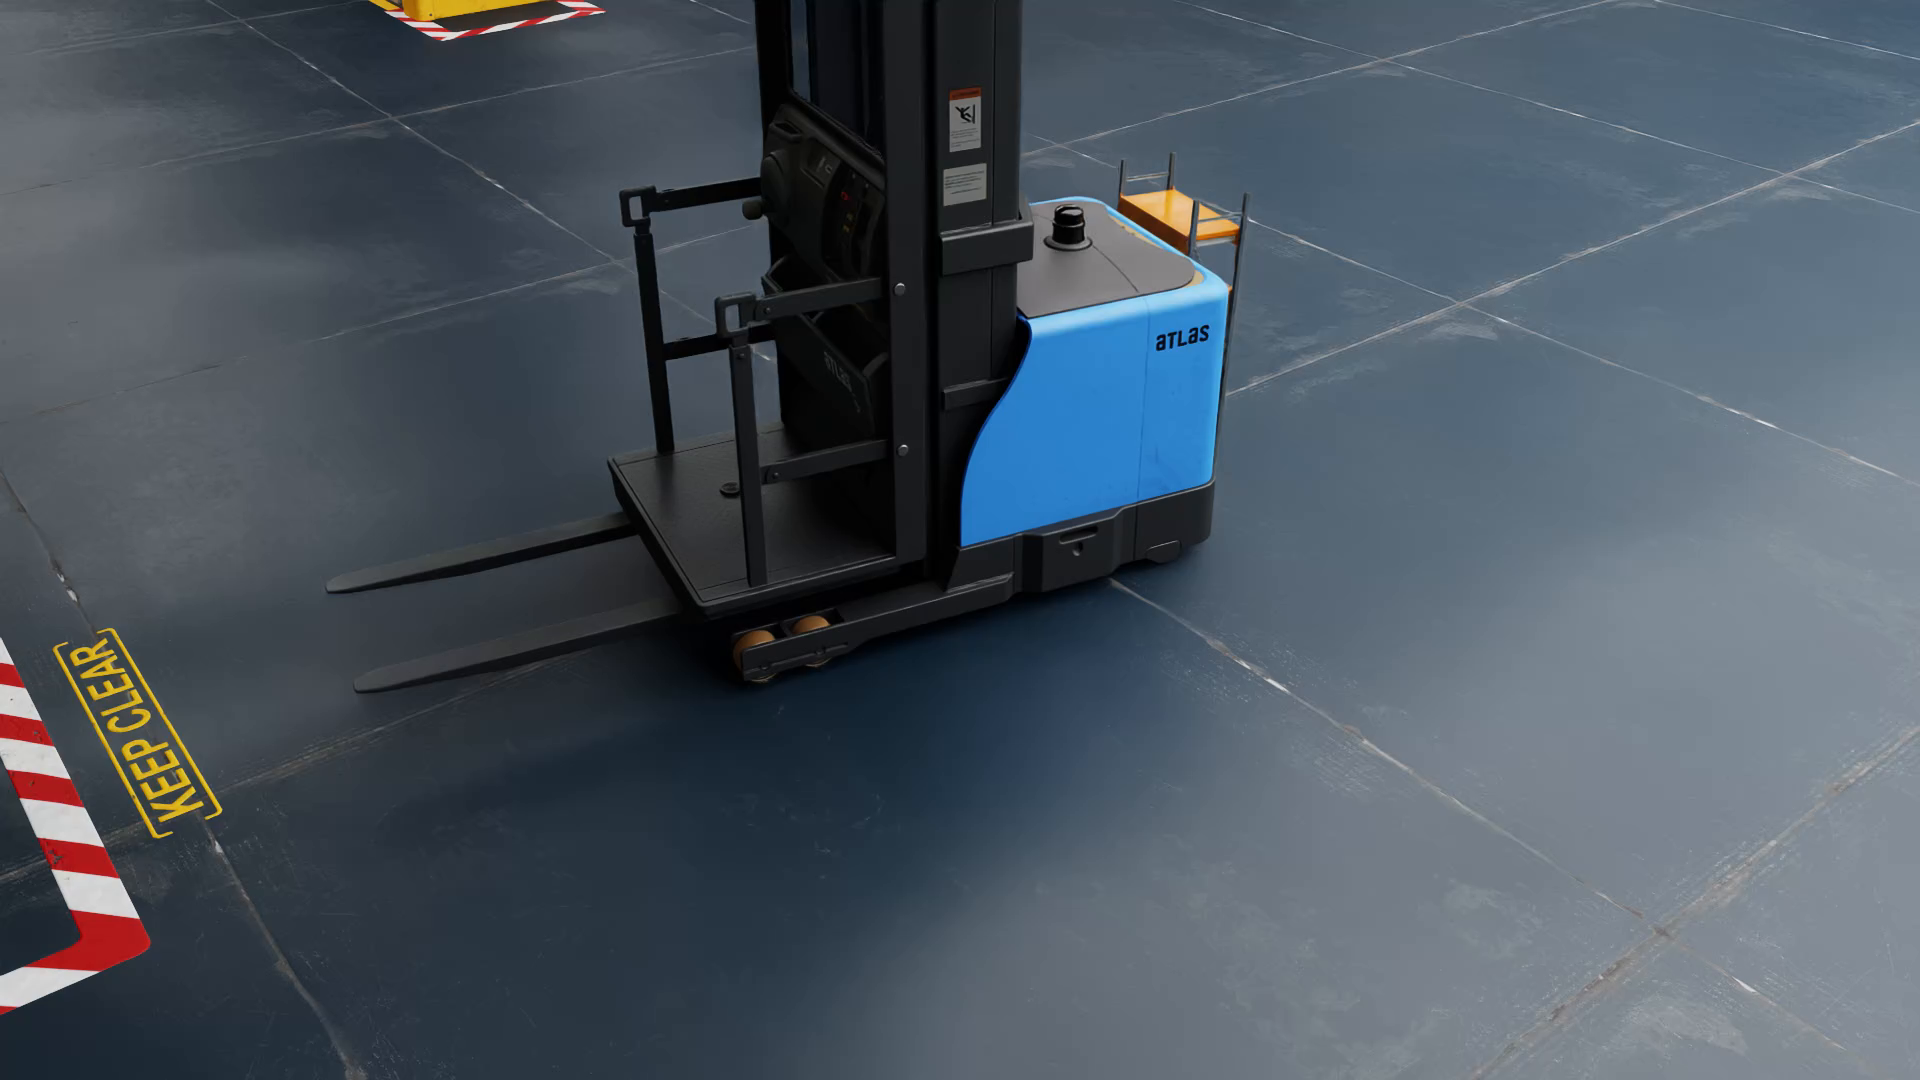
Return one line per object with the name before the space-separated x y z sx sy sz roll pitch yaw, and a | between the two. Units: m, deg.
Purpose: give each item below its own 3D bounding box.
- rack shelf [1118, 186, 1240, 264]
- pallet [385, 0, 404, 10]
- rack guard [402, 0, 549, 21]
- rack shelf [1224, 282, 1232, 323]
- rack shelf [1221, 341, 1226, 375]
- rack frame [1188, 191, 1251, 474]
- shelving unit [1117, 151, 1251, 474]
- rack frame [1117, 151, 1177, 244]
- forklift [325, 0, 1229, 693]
rack shelf | 0.823 -1.169 6.242 0.258 0.148 0.480 -13 34 -24
pallet | -4.235 -4.568 13.405 1.003 0.211 1.213 -22 38 -31
rack guard | -3.719 -4.376 12.821 1.175 0.500 0.348 -22 38 -31
rack shelf | 0.815 -0.966 6.363 0.258 0.148 0.480 -13 34 -24
rack shelf | 0.808 -0.774 6.478 0.258 0.148 0.480 -13 34 -24
rack frame | 0.920 -0.717 6.259 0.240 1.200 0.015 -13 34 -24
shelving unit | 0.810 -0.832 6.444 0.258 1.200 0.503 -13 34 -24
rack frame | 0.701 -0.947 6.629 0.240 1.200 0.015 -13 34 -24
forklift | -0.627 -1.096 5.236 3.031 2.935 1.130 -14 35 -22
